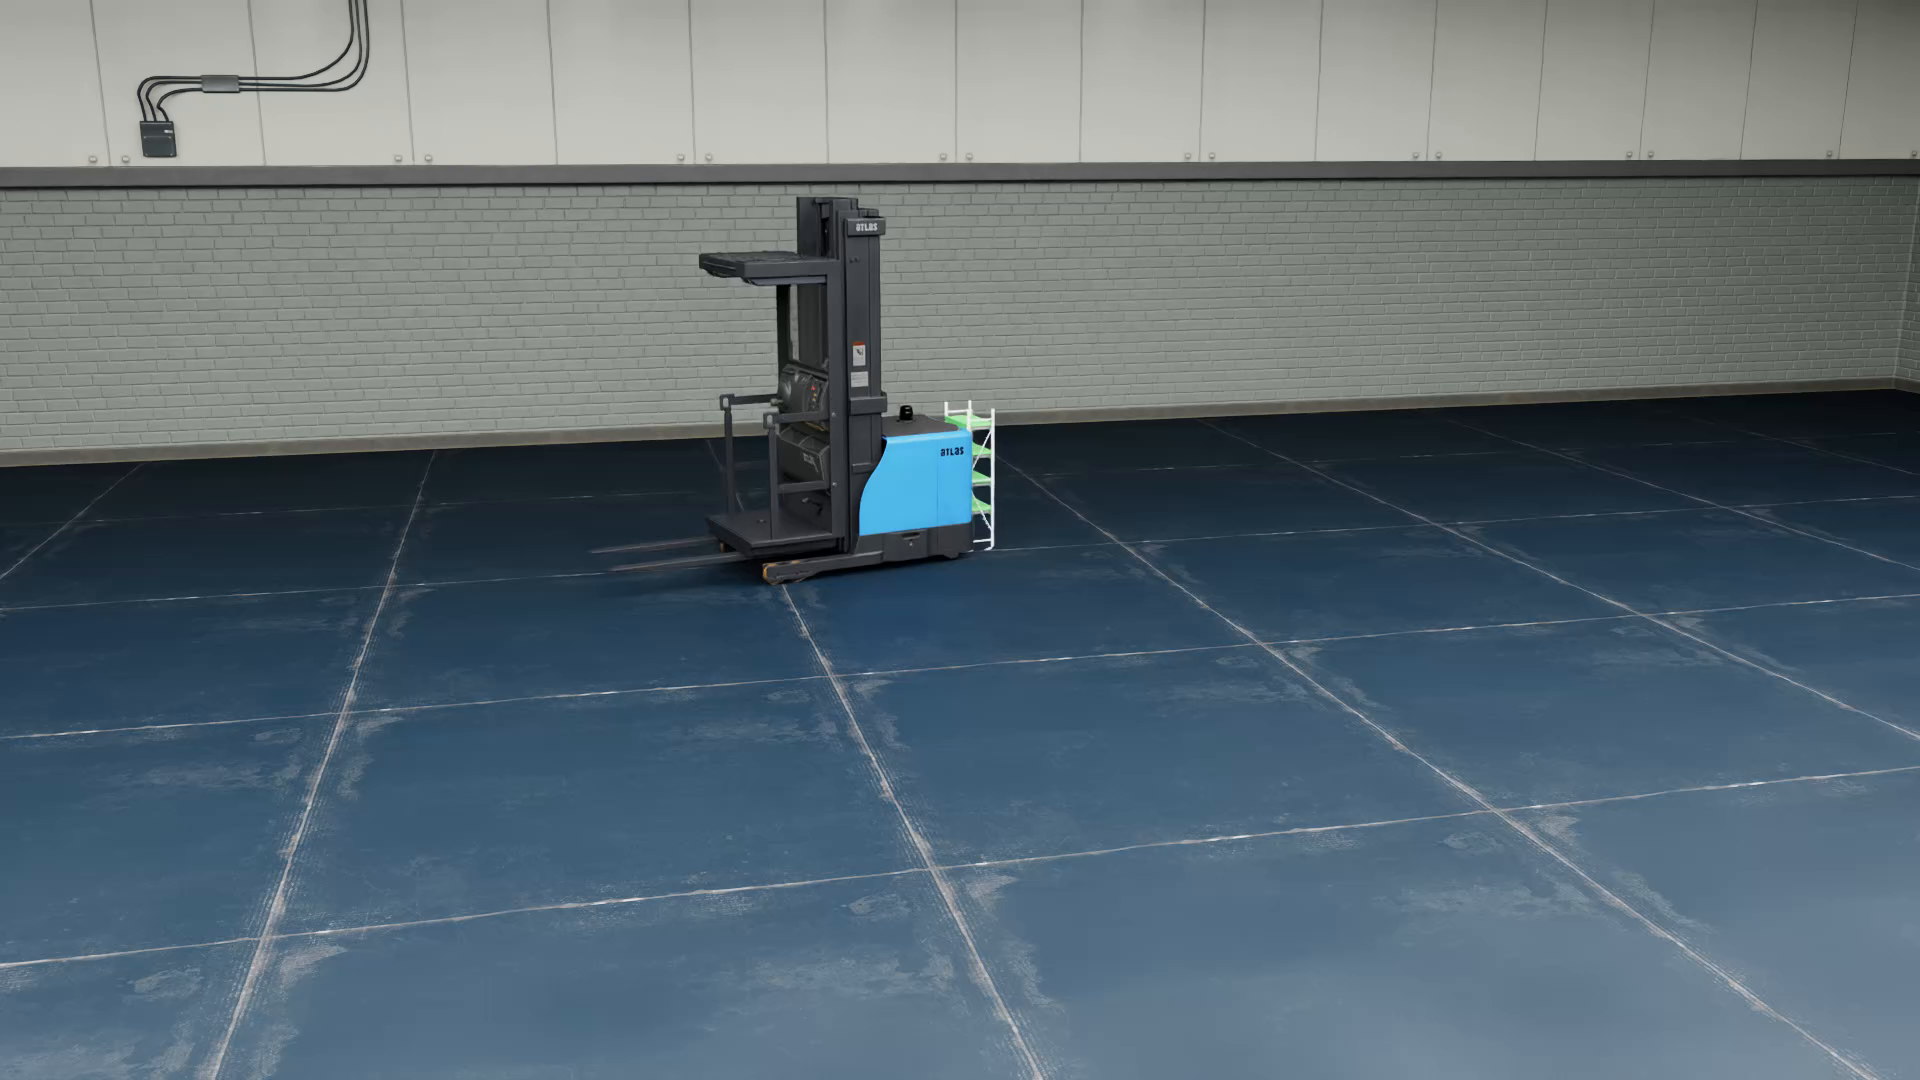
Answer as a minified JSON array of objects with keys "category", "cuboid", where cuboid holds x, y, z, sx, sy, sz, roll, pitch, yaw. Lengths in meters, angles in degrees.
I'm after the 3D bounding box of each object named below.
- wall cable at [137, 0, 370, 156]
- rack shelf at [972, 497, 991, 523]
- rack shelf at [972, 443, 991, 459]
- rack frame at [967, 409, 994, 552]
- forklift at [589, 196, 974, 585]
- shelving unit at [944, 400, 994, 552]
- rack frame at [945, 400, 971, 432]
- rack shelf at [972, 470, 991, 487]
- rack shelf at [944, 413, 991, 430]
[{"category":"wall cable","cuboid":[-7.314,-6.948,16.738,2.305,6.003,0.169,-3,14,-13]},{"category":"rack shelf","cuboid":[0.077,-0.255,14.223,0.258,0.148,0.480,-6,15,-22]},{"category":"rack shelf","cuboid":[0.077,-0.721,14.109,0.258,0.148,0.480,-6,15,-22]},{"category":"rack frame","cuboid":[0.171,-0.497,13.932,0.240,1.200,0.015,-6,15,-22]},{"category":"forklift","cuboid":[-1.436,-1.216,13.229,3.031,2.935,1.130,-7,15,-27]},{"category":"shelving unit","cuboid":[0.077,-0.550,14.151,0.258,1.200,0.503,-6,15,-22]},{"category":"rack frame","cuboid":[-0.017,-0.604,14.369,0.240,1.200,0.015,-6,15,-22]},{"category":"rack shelf","cuboid":[0.077,-0.488,14.166,0.258,0.148,0.480,-6,15,-22]},{"category":"rack shelf","cuboid":[0.077,-0.954,14.052,0.258,0.148,0.480,-6,15,-22]}]
